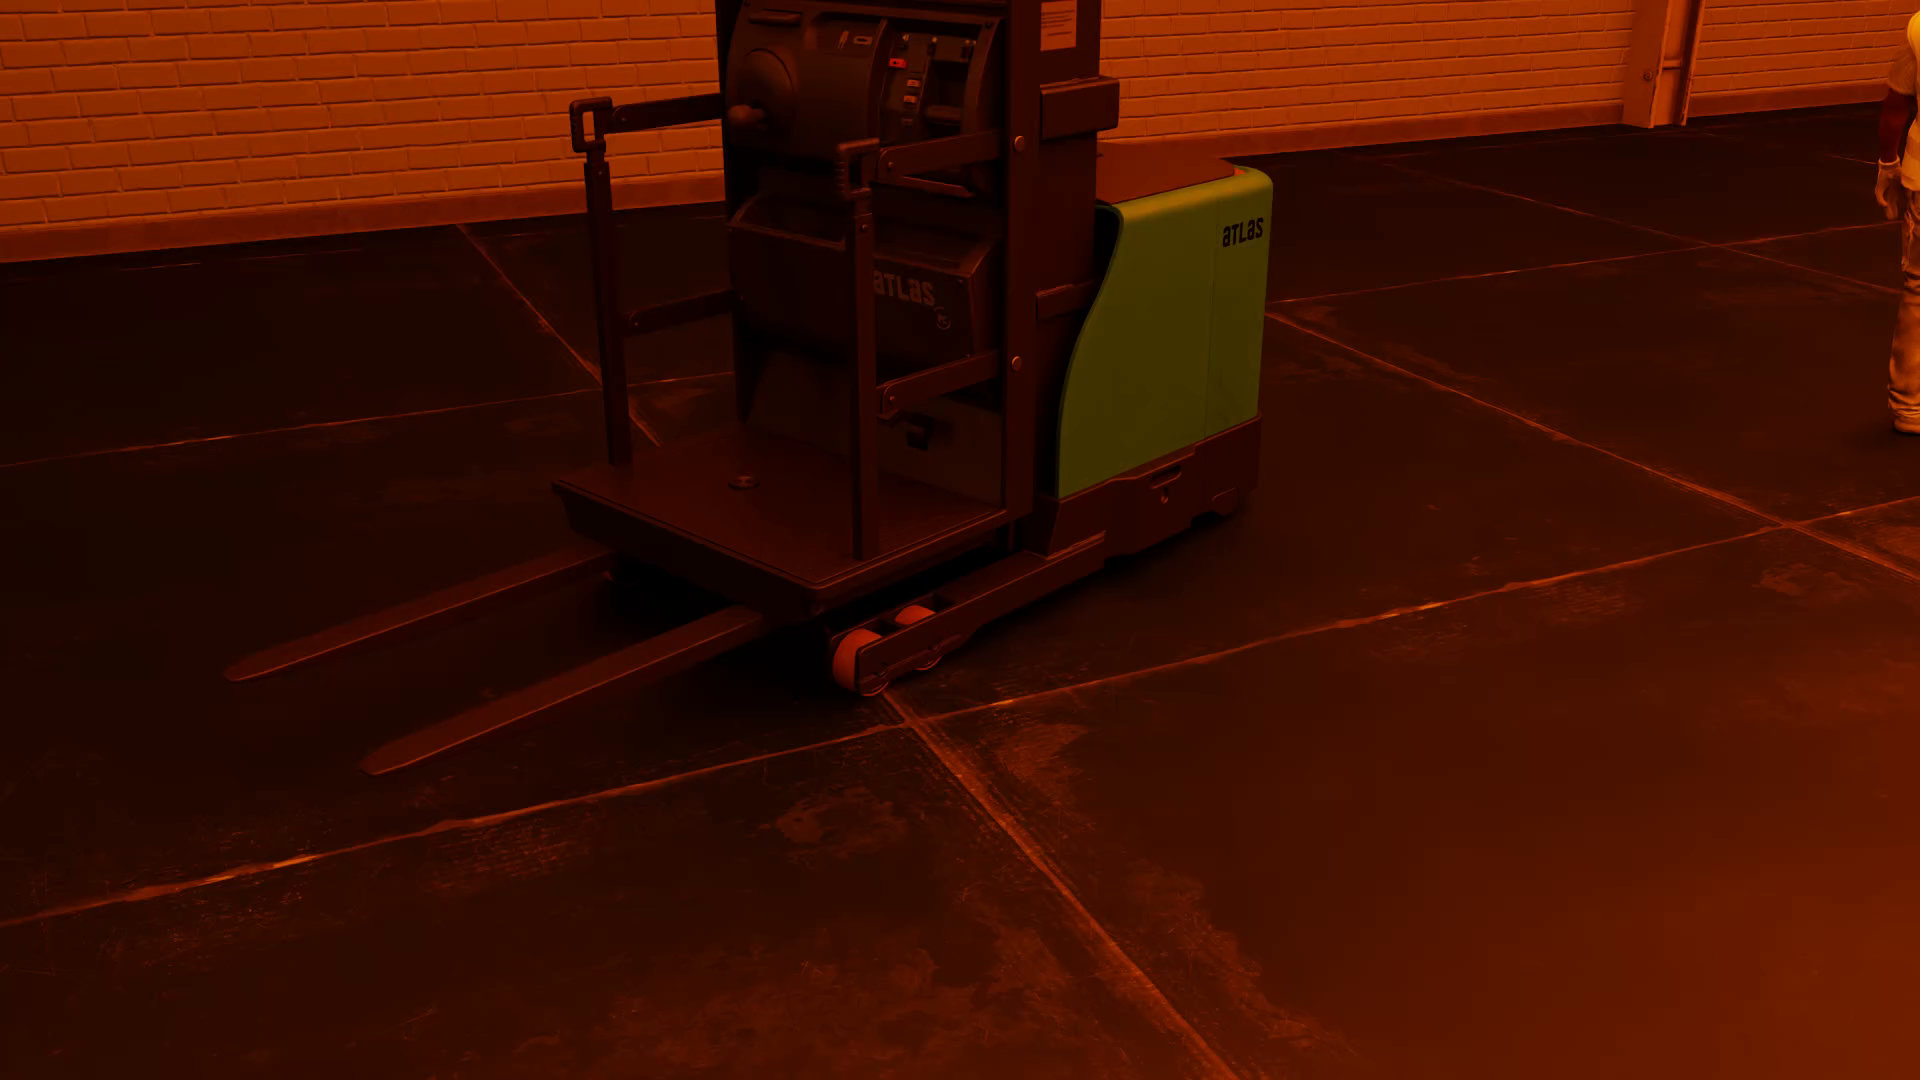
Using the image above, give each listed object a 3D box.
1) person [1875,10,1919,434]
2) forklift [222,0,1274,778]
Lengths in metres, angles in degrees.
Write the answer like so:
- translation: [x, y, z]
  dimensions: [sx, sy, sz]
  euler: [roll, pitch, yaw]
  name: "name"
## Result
- translation: [3.530, -1.239, 5.746]
  dimensions: [0.575, 1.785, 0.657]
  euler: [-17, 28, -35]
  name: "person"
- translation: [-0.413, -1.182, 4.131]
  dimensions: [1.130, 2.935, 3.031]
  euler: [19, 29, 39]
  name: "forklift"
